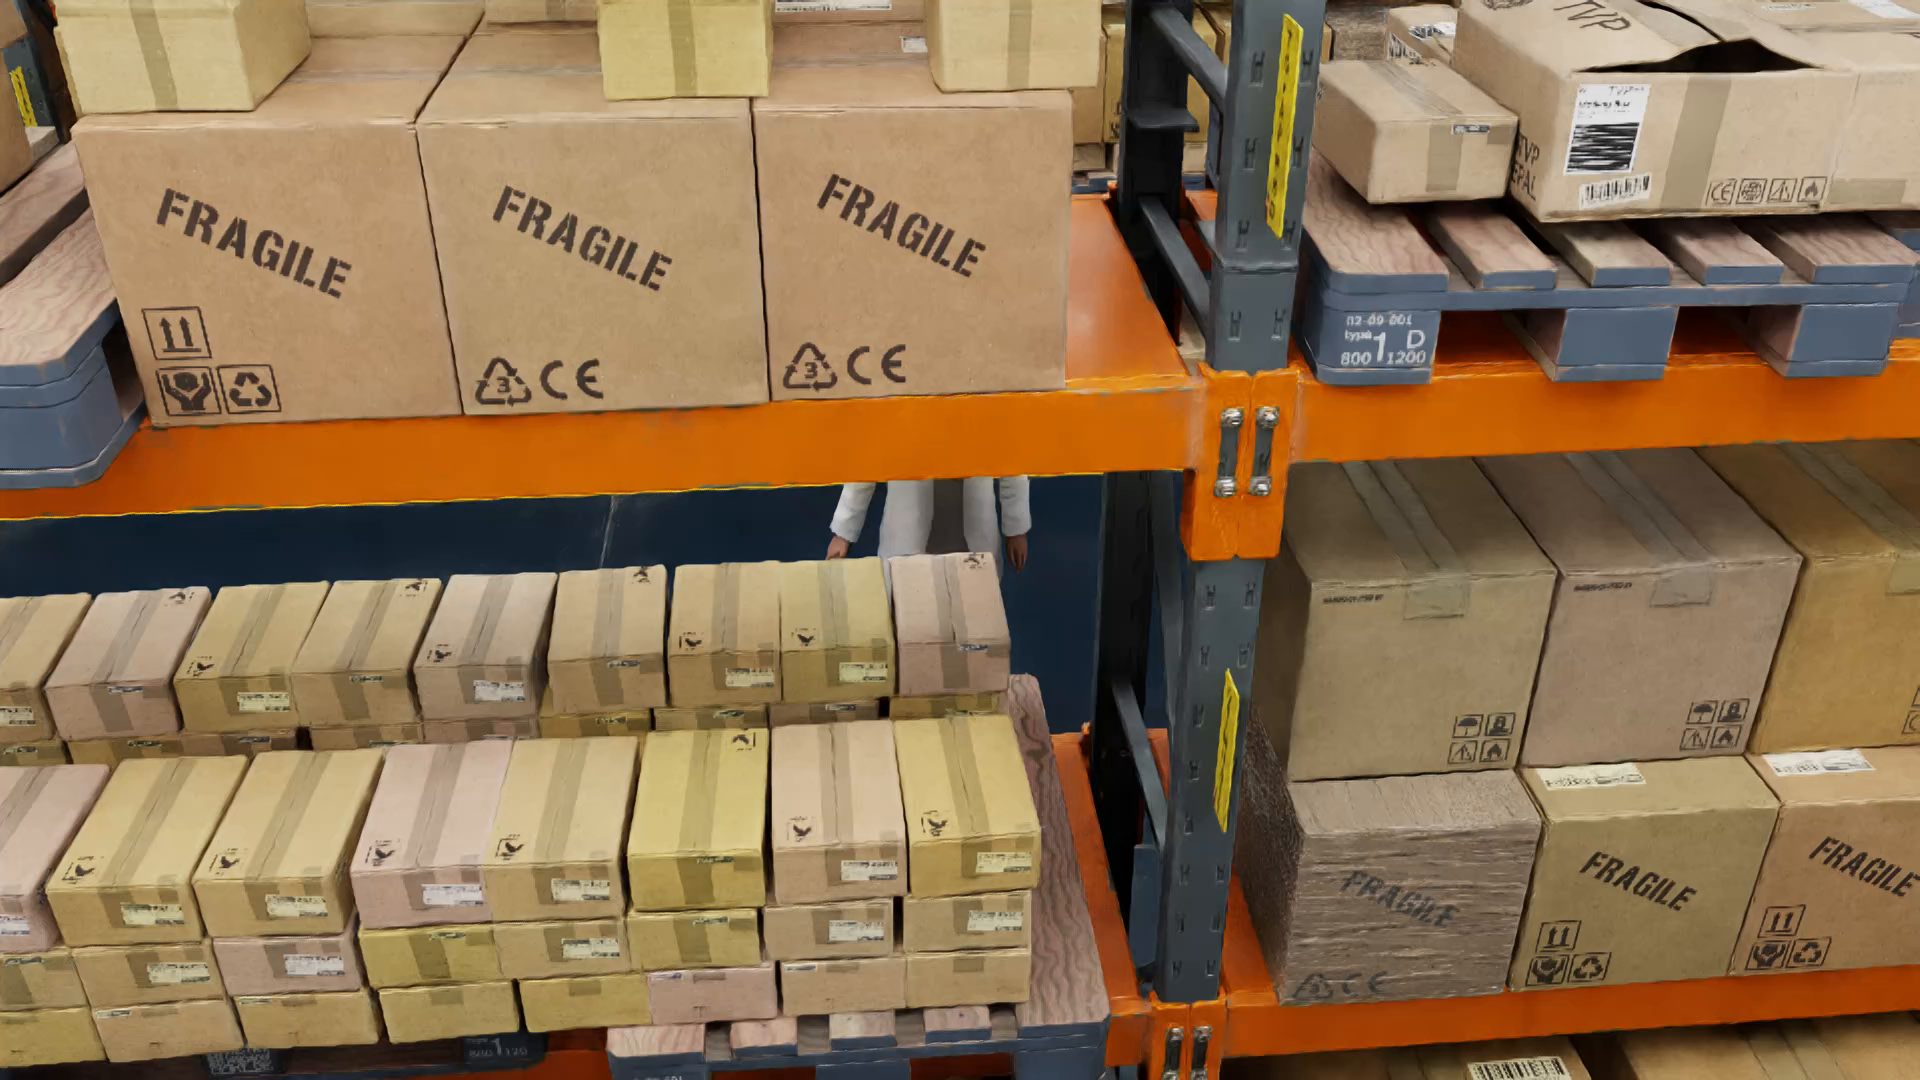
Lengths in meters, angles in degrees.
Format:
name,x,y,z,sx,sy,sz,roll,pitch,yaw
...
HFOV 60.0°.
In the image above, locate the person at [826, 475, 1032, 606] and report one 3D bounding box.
name,x,y,z,sx,sy,sz,roll,pitch,yaw
person,-0.098,0.006,6.114,0.795,1.774,0.694,-6,31,-10
